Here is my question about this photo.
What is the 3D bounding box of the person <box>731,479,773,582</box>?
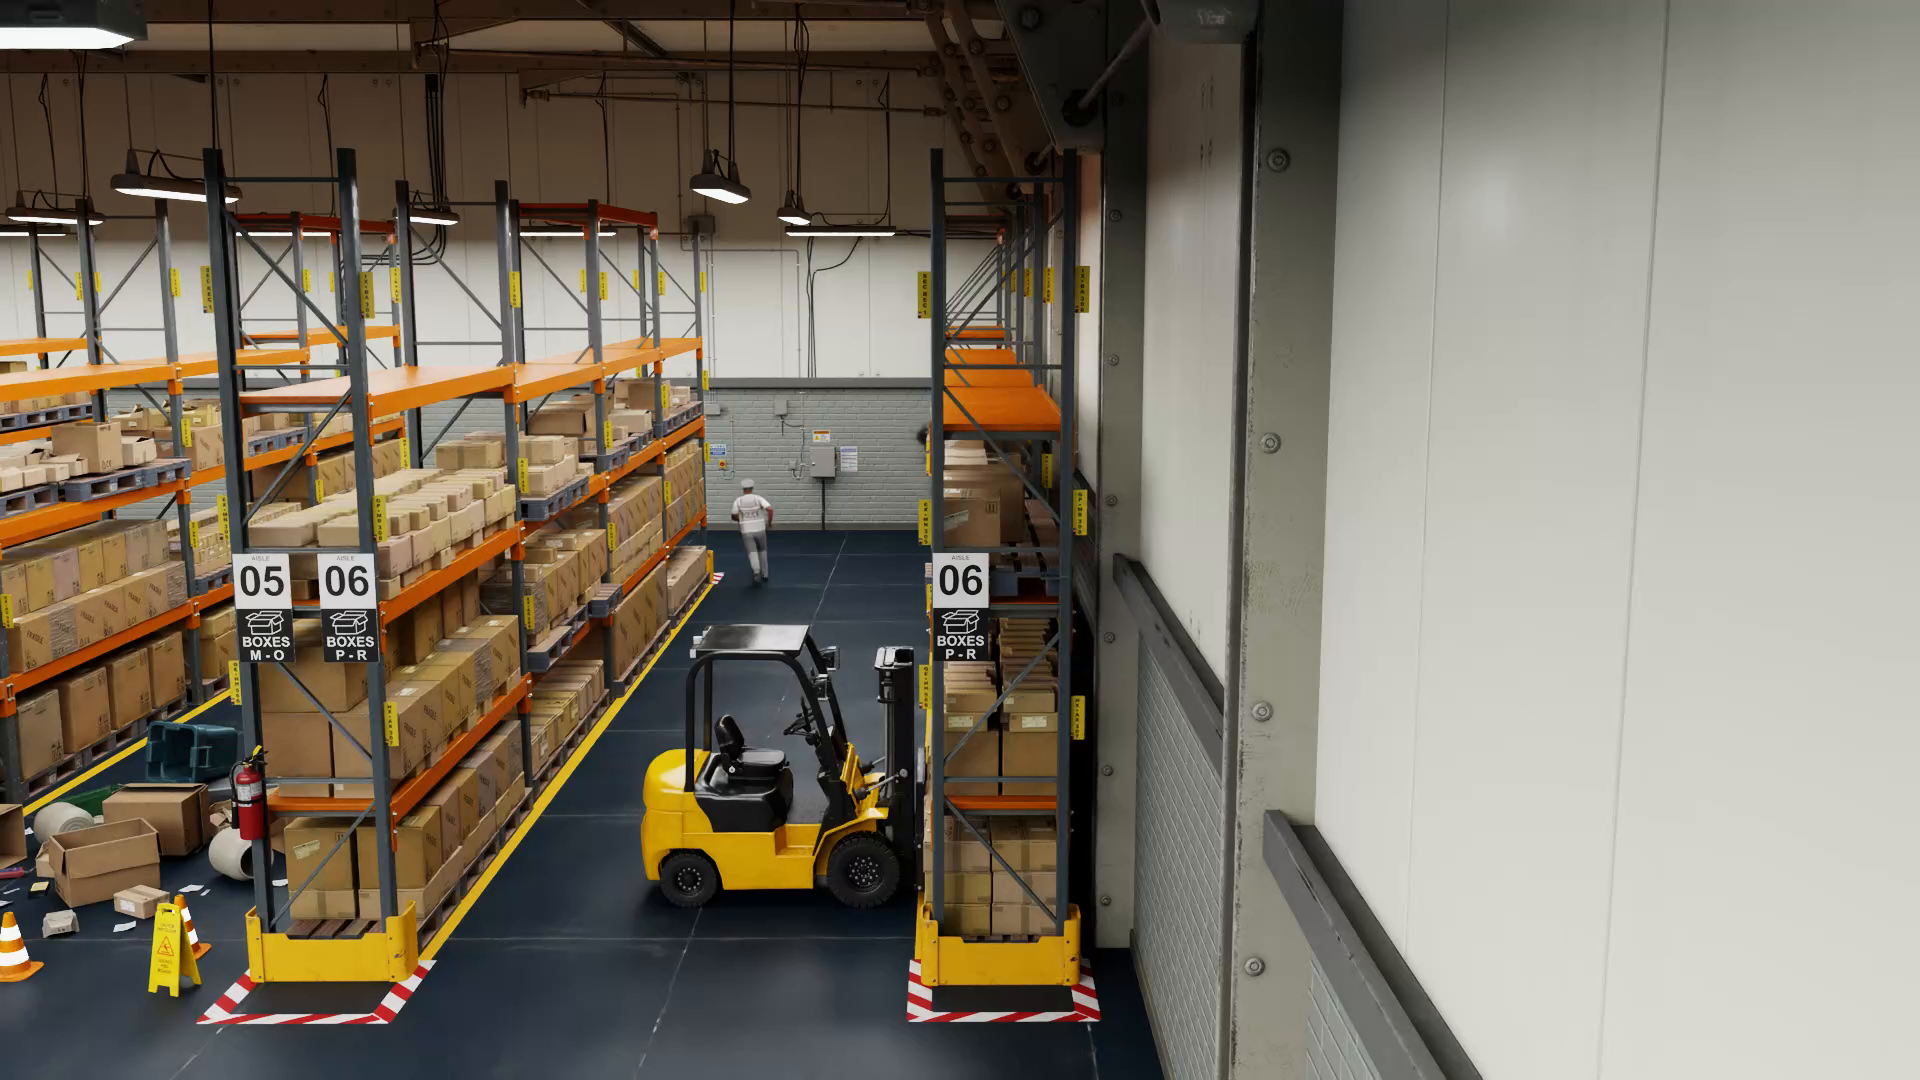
[{"bbox_3d":[-3.485,-0.131,27.856,0.693,1.778,0.876,-2,9,-10],"label":"person"}]
